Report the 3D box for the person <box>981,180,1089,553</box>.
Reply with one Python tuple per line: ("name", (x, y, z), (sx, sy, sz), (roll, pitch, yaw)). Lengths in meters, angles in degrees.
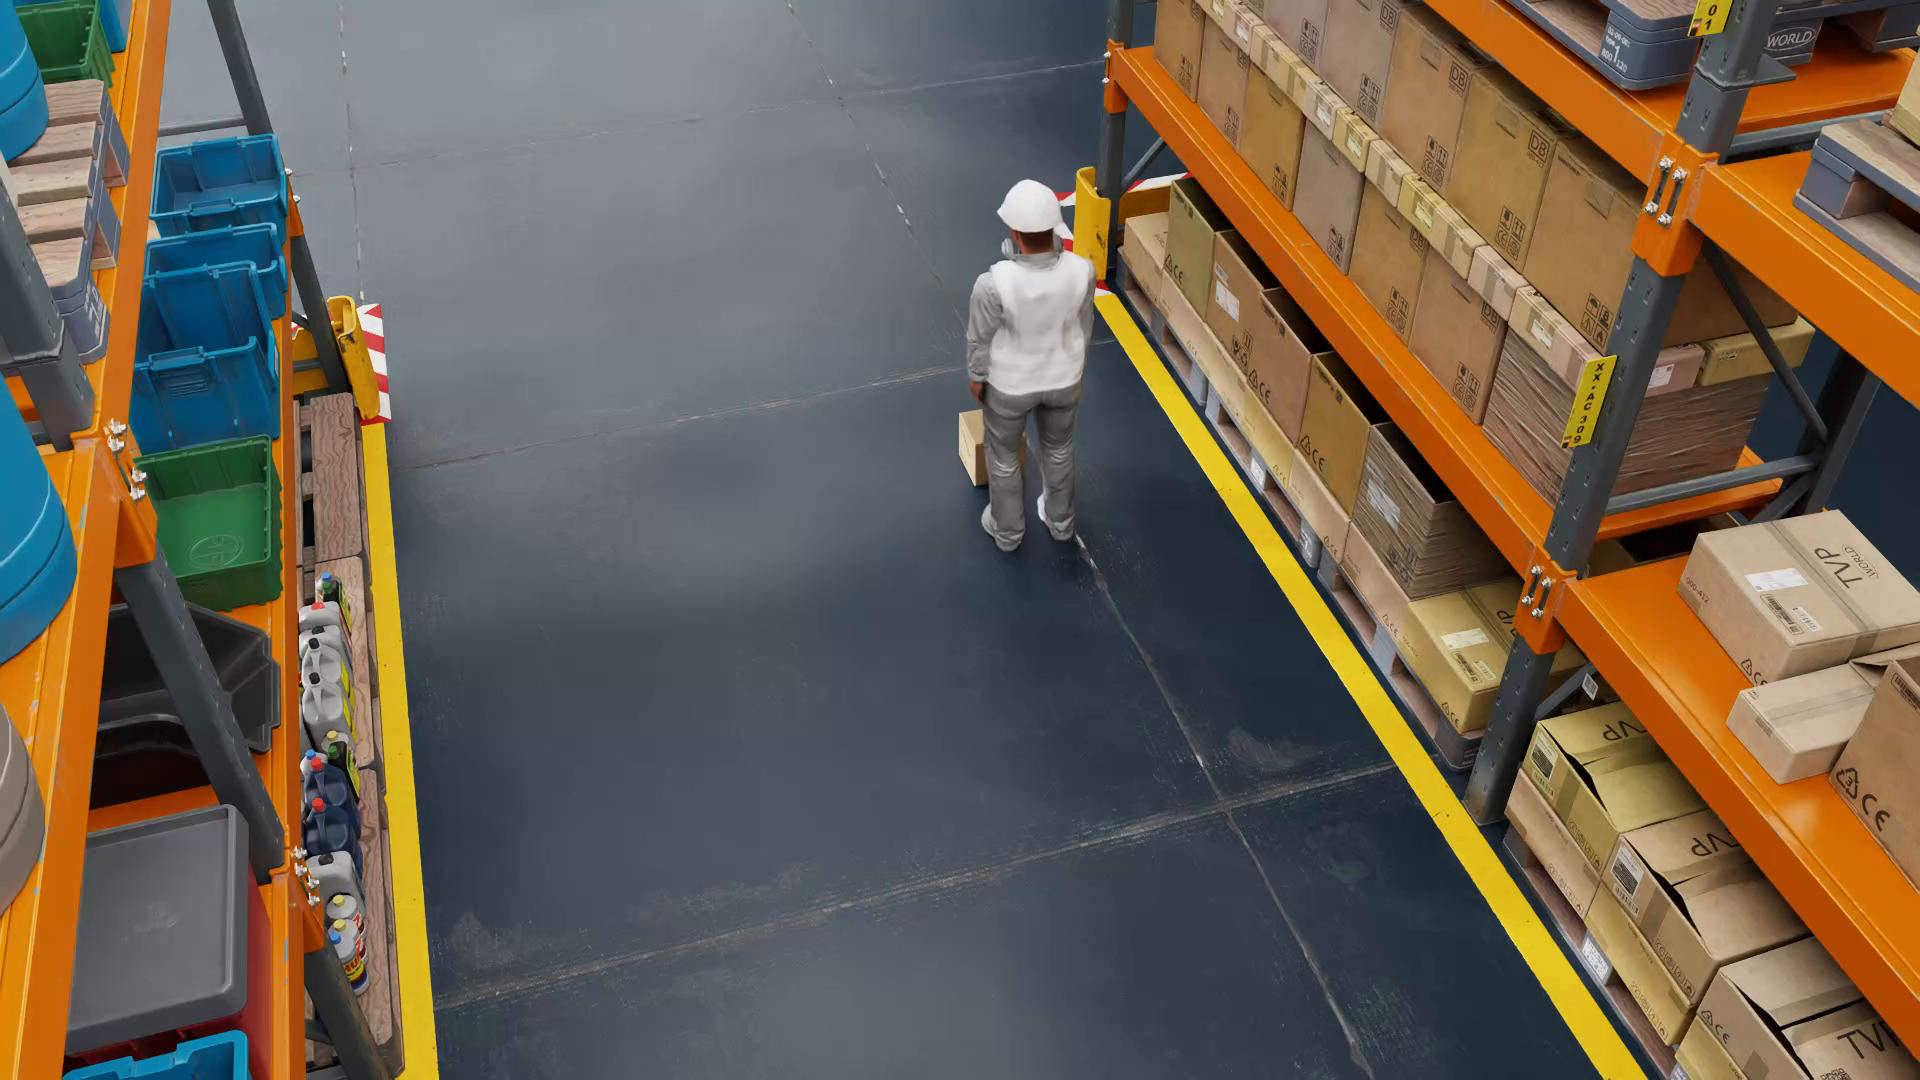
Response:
("person", (0.299, -0.697, 6.924), (0.445, 1.764, 0.357), (-11, 43, -12))
